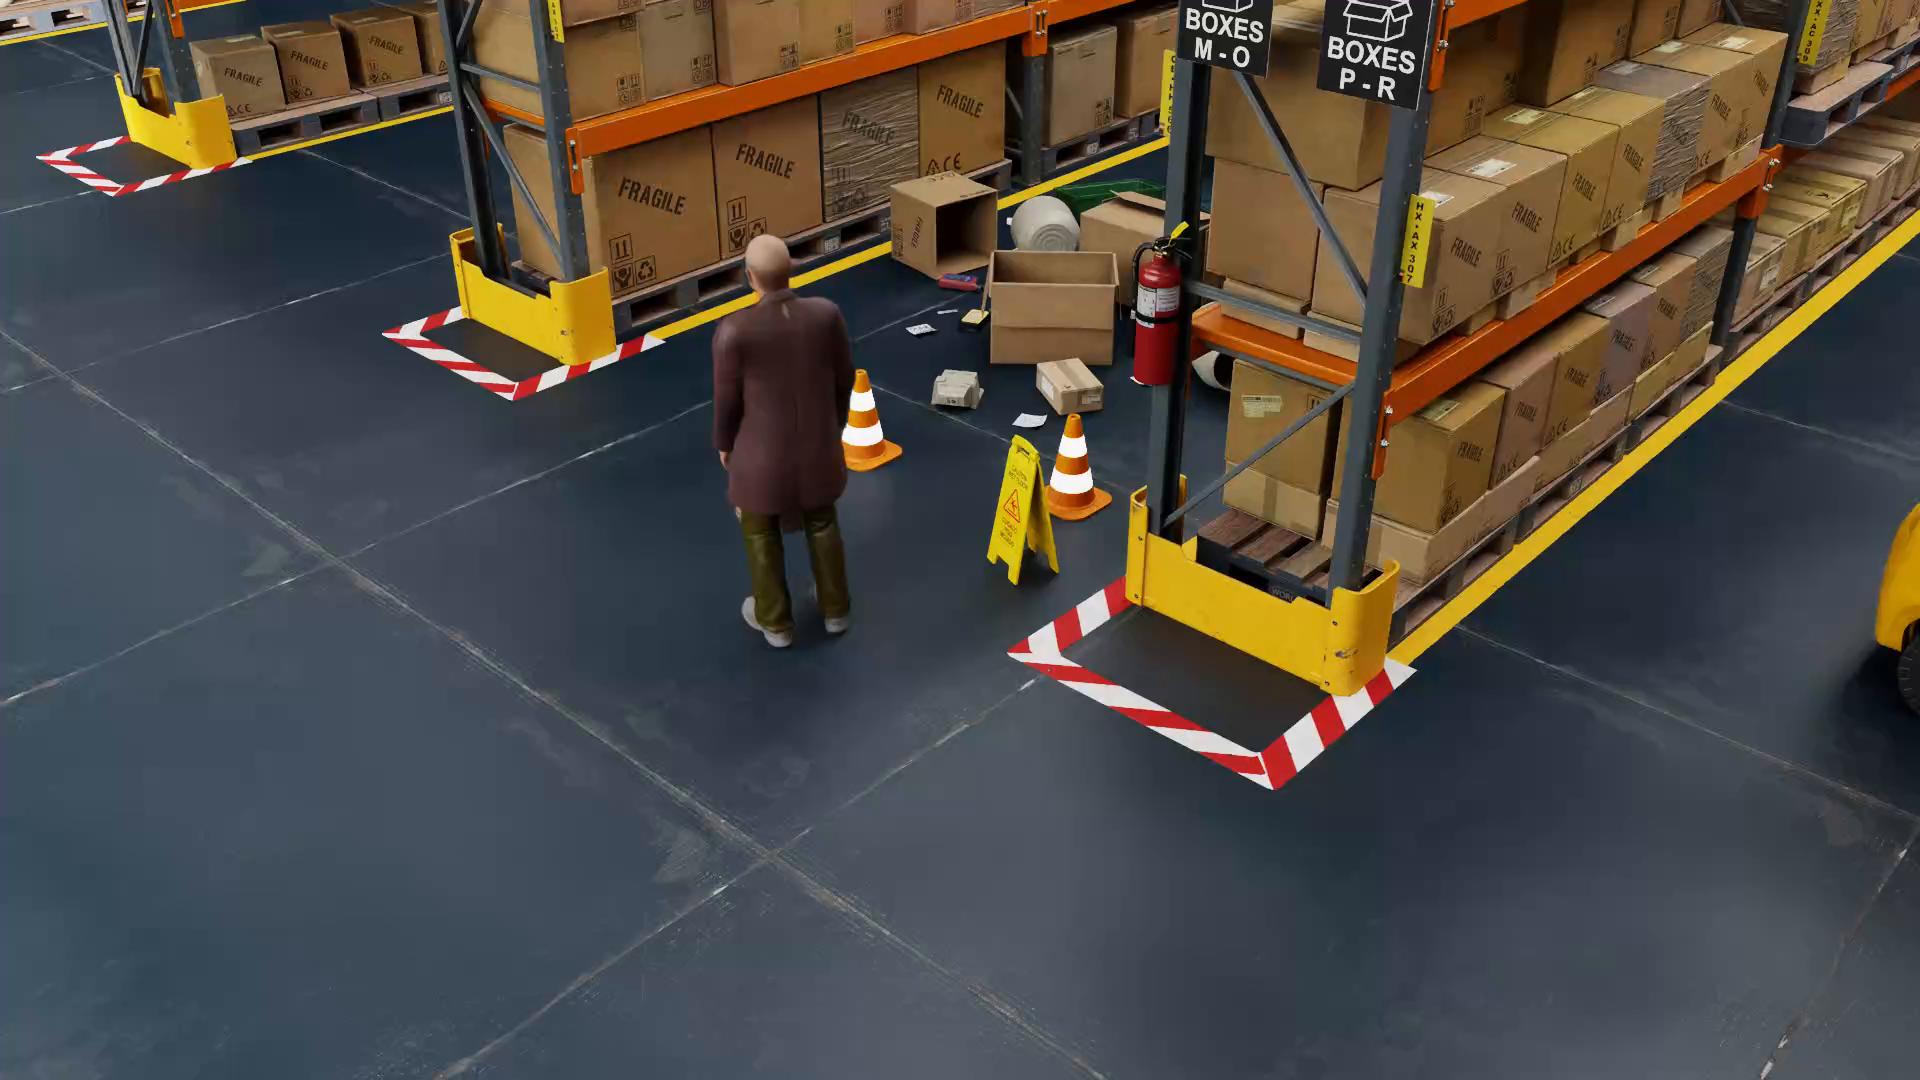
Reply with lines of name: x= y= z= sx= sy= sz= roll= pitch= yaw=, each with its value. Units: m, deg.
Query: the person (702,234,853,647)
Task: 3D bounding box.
person: x=-0.737 y=-0.388 z=6.796 sx=0.653 sy=1.774 sz=0.422 roll=-14 pitch=34 yaw=-22
